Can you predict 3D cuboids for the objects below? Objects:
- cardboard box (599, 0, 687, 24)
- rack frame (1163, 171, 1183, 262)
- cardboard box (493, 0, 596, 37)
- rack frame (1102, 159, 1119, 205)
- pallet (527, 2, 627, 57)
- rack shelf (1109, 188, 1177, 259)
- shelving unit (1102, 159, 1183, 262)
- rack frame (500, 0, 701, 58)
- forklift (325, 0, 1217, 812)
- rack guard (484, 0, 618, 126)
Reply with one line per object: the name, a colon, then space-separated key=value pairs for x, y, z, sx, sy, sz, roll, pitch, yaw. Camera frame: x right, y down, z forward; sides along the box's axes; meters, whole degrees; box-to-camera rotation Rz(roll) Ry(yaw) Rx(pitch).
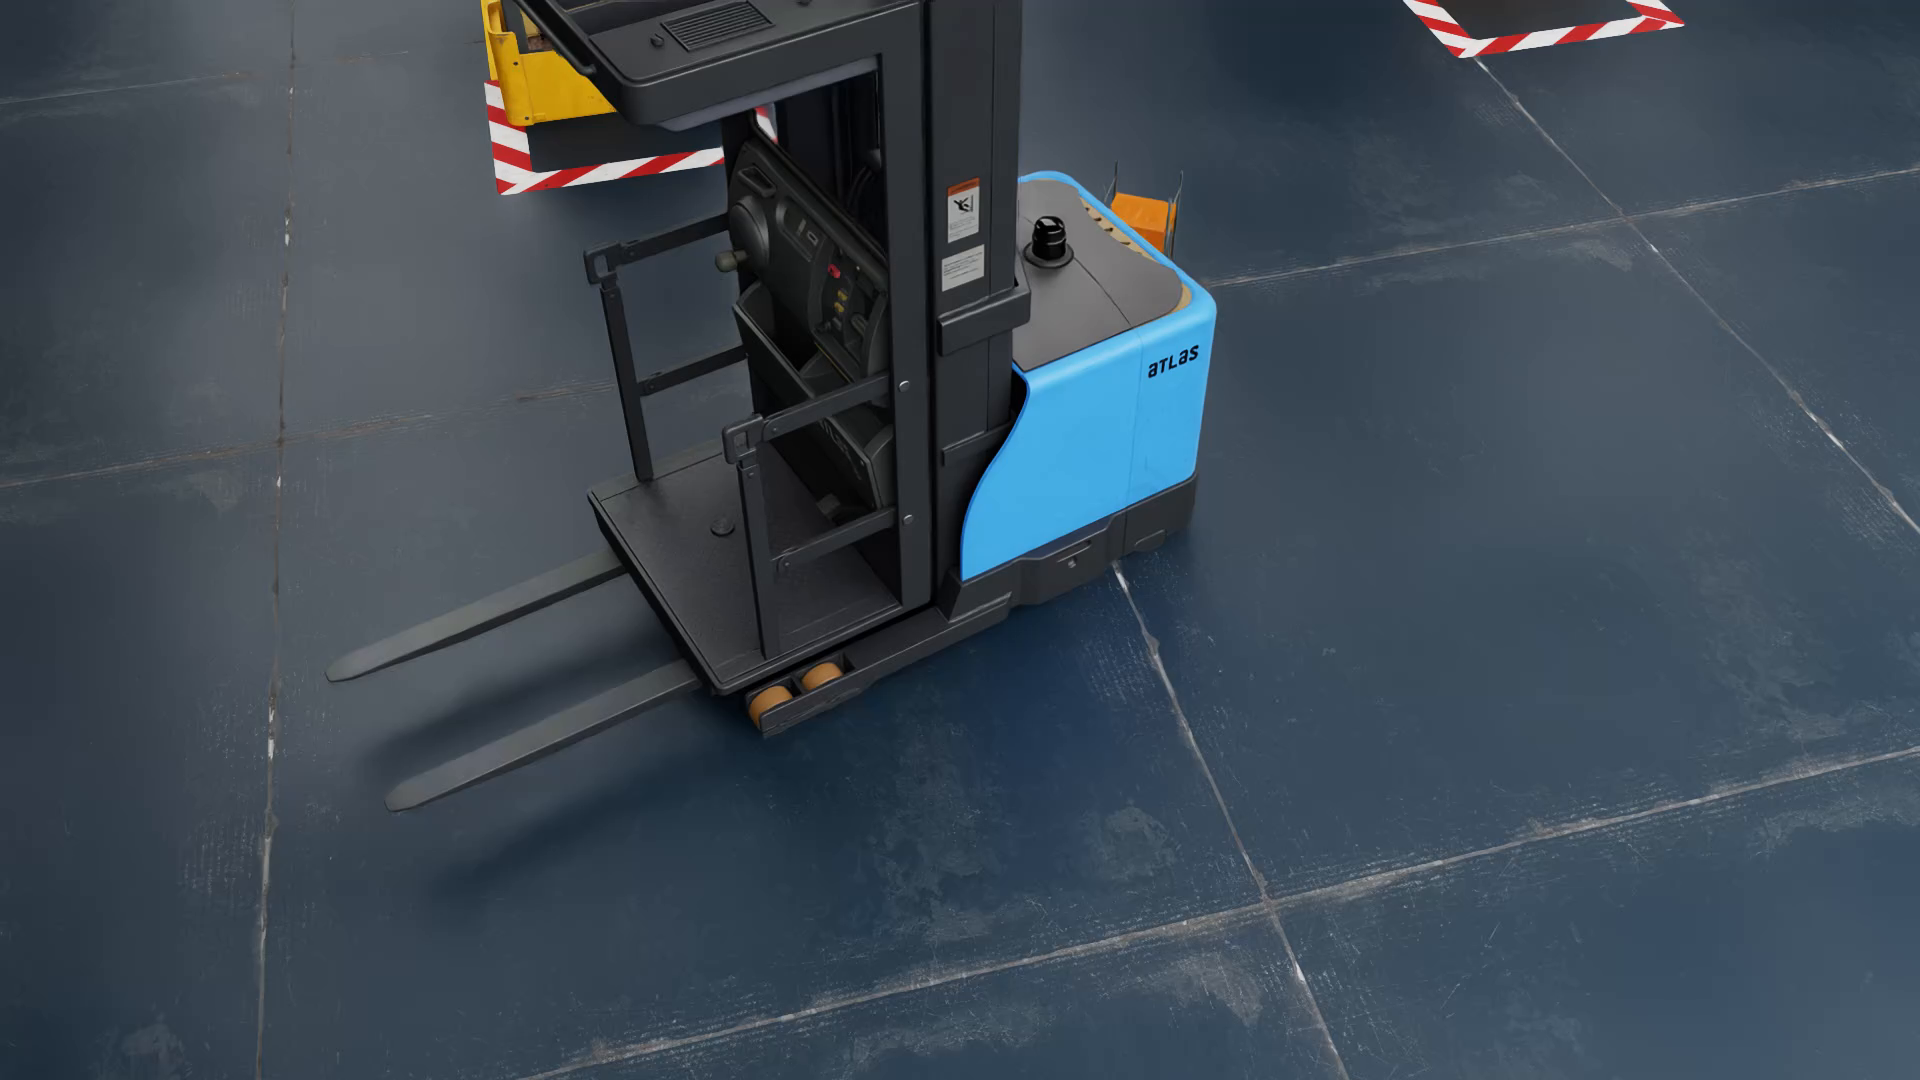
cardboard box: x=-1.648 y=-2.933 z=8.655 sx=0.500 sy=0.250 sz=0.500 roll=-11 pitch=47 yaw=-10
rack frame: x=0.780 y=-0.913 z=6.405 sx=0.008 sy=1.050 sz=0.200 roll=13 pitch=46 yaw=13
cardboard box: x=-2.148 y=-2.838 z=8.563 sx=0.500 sy=0.250 sz=0.500 roll=-11 pitch=47 yaw=-10
rack frame: x=0.549 y=-0.967 z=6.459 sx=0.008 sy=1.050 sz=0.200 roll=13 pitch=46 yaw=13
pallet: x=-1.962 y=-2.882 z=8.926 sx=1.003 sy=0.211 sz=1.213 roll=-11 pitch=47 yaw=-10
rack shelf: x=0.667 y=-1.136 z=6.242 sx=0.240 sy=0.259 sz=0.215 roll=13 pitch=46 yaw=13
shelving unit: x=0.665 y=-0.940 z=6.432 sx=0.252 sy=1.050 sz=0.215 roll=13 pitch=46 yaw=13
rack frame: x=-1.725 y=-3.338 z=7.421 sx=1.000 sy=3.000 sz=0.127 roll=-11 pitch=47 yaw=-10
forklift: x=-0.647 y=-0.805 z=4.987 sx=3.031 sy=2.935 sz=1.130 roll=-24 pitch=50 yaw=-22
rack guard: x=-1.719 y=-2.446 z=8.297 sx=1.175 sy=0.500 sz=0.348 roll=-11 pitch=47 yaw=-10
